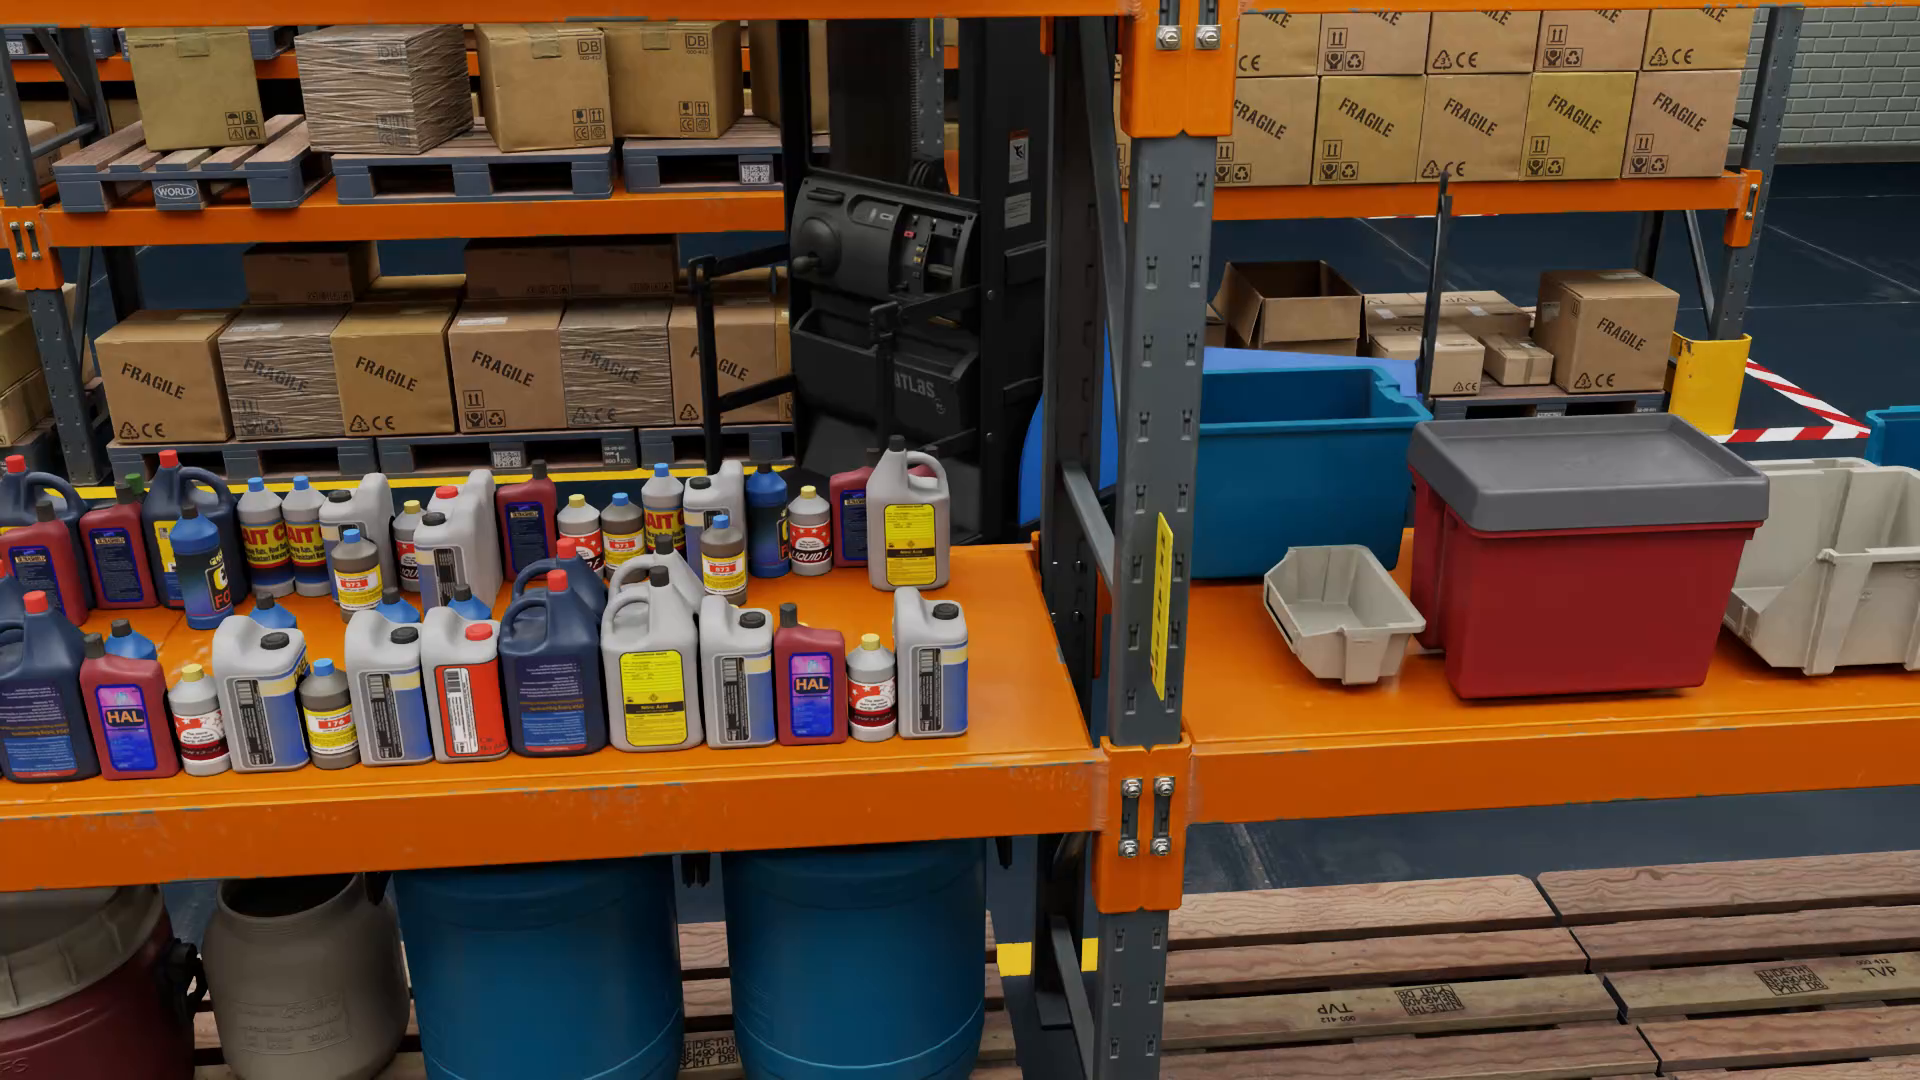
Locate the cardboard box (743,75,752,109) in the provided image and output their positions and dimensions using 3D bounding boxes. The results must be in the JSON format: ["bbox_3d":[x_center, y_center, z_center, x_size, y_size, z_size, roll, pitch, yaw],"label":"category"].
[{"bbox_3d":[-1.304,-3.112,12.688,0.750,0.750,0.750,-2,24,-5],"label":"cardboard box"}]

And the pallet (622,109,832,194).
[{"bbox_3d":[-0.985,-1.903,8.075,1.213,0.211,1.003,-2,24,-5],"label":"pallet"}]

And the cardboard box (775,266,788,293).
[{"bbox_3d":[-0.684,-1.117,8.605,0.500,0.500,0.500,-3,24,-8],"label":"cardboard box"}]

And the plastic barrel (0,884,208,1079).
[{"bbox_3d":[-2.067,1.022,3.710,0.708,0.588,0.600,-2,24,-5],"label":"plastic barrel"}]

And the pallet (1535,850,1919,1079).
[{"bbox_3d":[2.249,1.203,4.284,1.213,0.211,1.003,-2,24,-5],"label":"pallet"}]

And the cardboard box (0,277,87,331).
[{"bbox_3d":[-4.710,-1.109,8.229,0.500,0.311,0.500,-1,24,-3],"label":"cardboard box"}]

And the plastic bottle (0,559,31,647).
[{"bbox_3d":[-1.823,0.203,3.161,0.185,0.351,0.144,-2,24,-5],"label":"plastic bottle"}]

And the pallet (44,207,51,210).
[{"bbox_3d":[-6.639,-2.469,12.545,1.213,0.211,1.003,-2,24,-5],"label":"pallet"}]

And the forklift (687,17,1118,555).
[{"bbox_3d":[-0.444,-1.120,6.160,1.130,2.935,3.031,21,31,39],"label":"forklift"}]

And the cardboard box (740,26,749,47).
[{"bbox_3d":[-1.489,-3.736,12.246,0.250,0.149,0.380,-2,24,-3],"label":"cardboard box"}]

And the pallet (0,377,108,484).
[{"bbox_3d":[-4.983,-0.528,8.178,1.213,0.211,1.003,-2,24,-5],"label":"pallet"}]

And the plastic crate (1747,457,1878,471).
[{"bbox_3d":[2.008,-0.074,3.975,0.466,0.136,0.293,-2,24,-5],"label":"plastic crate"}]

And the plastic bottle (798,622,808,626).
[{"bbox_3d":[-0.308,0.257,3.223,0.097,0.201,0.097,0,24,0],"label":"plastic bottle"}]

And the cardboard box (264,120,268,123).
[{"bbox_3d":[-5.362,-2.830,12.460,0.500,0.500,0.700,-2,24,-4],"label":"cardboard box"}]

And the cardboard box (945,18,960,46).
[{"bbox_3d":[-0.128,-4.133,12.486,0.700,0.700,0.980,-2,24,-4],"label":"cardboard box"}]

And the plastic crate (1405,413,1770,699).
[{"bbox_3d":[1.217,0.033,3.331,0.583,0.464,0.402,-2,24,-5],"label":"plastic crate"}]

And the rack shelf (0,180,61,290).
[{"bbox_3d":[-6.150,-1.411,7.616,4.000,0.370,1.077,-2,24,-5],"label":"rack shelf"}]

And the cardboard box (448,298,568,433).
[{"bbox_3d":[-2.140,-0.845,7.993,0.500,0.500,0.500,-3,24,-7],"label":"cardboard box"}]

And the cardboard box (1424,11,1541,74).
[{"bbox_3d":[2.368,-2.469,7.758,0.500,0.500,0.500,-2,24,-4],"label":"cardboard box"}]

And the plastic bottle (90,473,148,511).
[{"bbox_3d":[-1.862,-0.010,3.724,0.133,0.283,0.061,-2,24,-5],"label":"plastic bottle"}]

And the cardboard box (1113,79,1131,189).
[{"bbox_3d":[0.864,-1.956,7.835,0.500,0.500,0.500,-2,24,-4],"label":"cardboard box"}]

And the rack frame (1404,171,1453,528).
[{"bbox_3d":[2.017,-0.795,7.191,0.032,1.500,0.500,5,25,12],"label":"rack frame"}]

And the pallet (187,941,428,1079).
[{"bbox_3d":[-1.685,1.362,3.927,1.213,0.211,1.003,-2,24,-5],"label":"pallet"}]

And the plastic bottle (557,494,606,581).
[{"bbox_3d":[-0.870,-0.005,3.813,0.097,0.201,0.097,0,24,0],"label":"plastic bottle"}]

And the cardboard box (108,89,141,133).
[{"bbox_3d":[-5.935,-3.175,12.314,0.500,0.250,0.500,-2,24,-4],"label":"cardboard box"}]

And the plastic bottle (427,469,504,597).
[{"bbox_3d":[-1.115,-0.018,3.751,0.135,0.276,0.152,-2,24,-5],"label":"plastic bottle"}]

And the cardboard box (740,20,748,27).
[{"bbox_3d":[-1.611,-4.027,12.103,0.500,0.500,0.500,-2,24,-5],"label":"cardboard box"}]

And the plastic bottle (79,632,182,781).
[{"bbox_3d":[-1.512,0.300,3.025,0.133,0.283,0.061,-2,24,-5],"label":"plastic bottle"}]

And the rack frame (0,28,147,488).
[{"bbox_3d":[-4.160,-1.819,7.650,0.127,3.000,1.000,-2,24,-5],"label":"rack frame"}]

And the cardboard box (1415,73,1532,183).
[{"bbox_3d":[2.370,-2.016,7.970,0.500,0.500,0.500,-2,24,-5],"label":"cardboard box"}]

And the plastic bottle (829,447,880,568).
[{"bbox_3d":[-0.235,-0.076,3.871,0.133,0.283,0.061,-2,24,-5],"label":"plastic bottle"}]

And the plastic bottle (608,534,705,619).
[{"bbox_3d":[-0.593,0.157,3.265,0.185,0.351,0.144,-2,24,-5],"label":"plastic bottle"}]

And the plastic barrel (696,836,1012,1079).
[{"bbox_3d":[-0.239,0.805,3.812,0.708,0.901,0.600,-2,24,-5],"label":"plastic barrel"}]

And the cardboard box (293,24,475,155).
[{"bbox_3d":[-2.615,-2.087,7.612,0.500,0.500,0.700,2,24,5],"label":"cardboard box"}]

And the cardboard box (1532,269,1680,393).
[{"bbox_3d":[3.285,-1.076,8.514,0.500,0.500,0.500,-2,24,-5],"label":"cardboard box"}]

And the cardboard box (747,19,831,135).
[{"bbox_3d":[-0.672,-2.288,8.064,0.500,0.500,0.700,-11,26,-23],"label":"cardboard box"}]

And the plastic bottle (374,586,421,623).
[{"bbox_3d":[-1.086,0.219,3.222,0.097,0.271,0.097,0,24,0],"label":"plastic bottle"}]

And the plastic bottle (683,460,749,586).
[{"bbox_3d":[-0.558,-0.041,3.801,0.135,0.276,0.152,-2,24,-5],"label":"plastic bottle"}]

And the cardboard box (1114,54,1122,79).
[{"bbox_3d":[0.831,-2.407,7.619,0.500,0.500,0.500,-3,24,-7],"label":"cardboard box"}]

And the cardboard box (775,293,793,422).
[{"bbox_3d":[-0.642,-0.902,8.122,0.500,0.500,0.500,-2,24,-5],"label":"cardboard box"}]

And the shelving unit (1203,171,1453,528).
[{"bbox_3d":[1.522,-0.841,7.296,1.048,1.500,0.538,5,25,12],"label":"shelving unit"}]

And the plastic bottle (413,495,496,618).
[{"bbox_3d":[-1.100,0.043,3.613,0.135,0.276,0.152,-2,24,-5],"label":"plastic bottle"}]

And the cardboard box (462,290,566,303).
[{"bbox_3d":[-2.215,-1.054,8.464,0.500,0.500,0.500,-3,24,-7],"label":"cardboard box"}]

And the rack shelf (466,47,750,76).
[{"bbox_3d":[-2.660,-3.572,12.480,4.000,0.370,1.077,-2,24,-5],"label":"rack shelf"}]

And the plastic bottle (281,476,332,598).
[{"bbox_3d":[-1.464,-0.013,3.746,0.097,0.271,0.097,0,24,0],"label":"plastic bottle"}]

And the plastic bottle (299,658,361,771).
[{"bbox_3d":[-1.168,0.316,3.090,0.097,0.201,0.097,0,24,0],"label":"plastic bottle"}]

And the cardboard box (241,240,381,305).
[{"bbox_3d":[-3.196,-1.357,8.222,0.500,0.250,0.500,-1,24,-3],"label":"cardboard box"}]

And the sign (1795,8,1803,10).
[{"bbox_3d":[3.836,-2.587,7.562,0.005,0.325,0.100,-2,24,-5],"label":"sign"}]

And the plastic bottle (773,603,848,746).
[{"bbox_3d":[-0.282,0.251,3.136,0.133,0.283,0.061,-2,24,-5],"label":"plastic bottle"}]

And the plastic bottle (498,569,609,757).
[{"bbox_3d":[-0.762,0.222,3.117,0.185,0.351,0.144,-2,24,-5],"label":"plastic bottle"}]

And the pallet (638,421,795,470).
[{"bbox_3d":[-0.985,-0.657,8.468,1.213,0.211,1.003,-2,24,-5],"label":"pallet"}]

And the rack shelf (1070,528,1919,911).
[{"bbox_3d":[2.295,0.272,3.830,4.000,0.370,1.077,-2,24,-5],"label":"rack shelf"}]

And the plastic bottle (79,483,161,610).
[{"bbox_3d":[-1.856,0.014,3.669,0.133,0.283,0.061,-2,24,-5],"label":"plastic bottle"}]

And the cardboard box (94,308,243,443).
[{"bbox_3d":[-3.679,-0.781,7.849,0.500,0.500,0.500,-1,24,-3],"label":"cardboard box"}]

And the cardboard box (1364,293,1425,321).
[{"bbox_3d":[2.238,-1.136,8.957,0.500,0.250,0.500,-2,24,-5],"label":"cardboard box"}]

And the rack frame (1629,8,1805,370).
[{"bbox_3d":[3.802,-2.138,8.368,0.127,3.000,1.000,-2,24,-5],"label":"rack frame"}]
